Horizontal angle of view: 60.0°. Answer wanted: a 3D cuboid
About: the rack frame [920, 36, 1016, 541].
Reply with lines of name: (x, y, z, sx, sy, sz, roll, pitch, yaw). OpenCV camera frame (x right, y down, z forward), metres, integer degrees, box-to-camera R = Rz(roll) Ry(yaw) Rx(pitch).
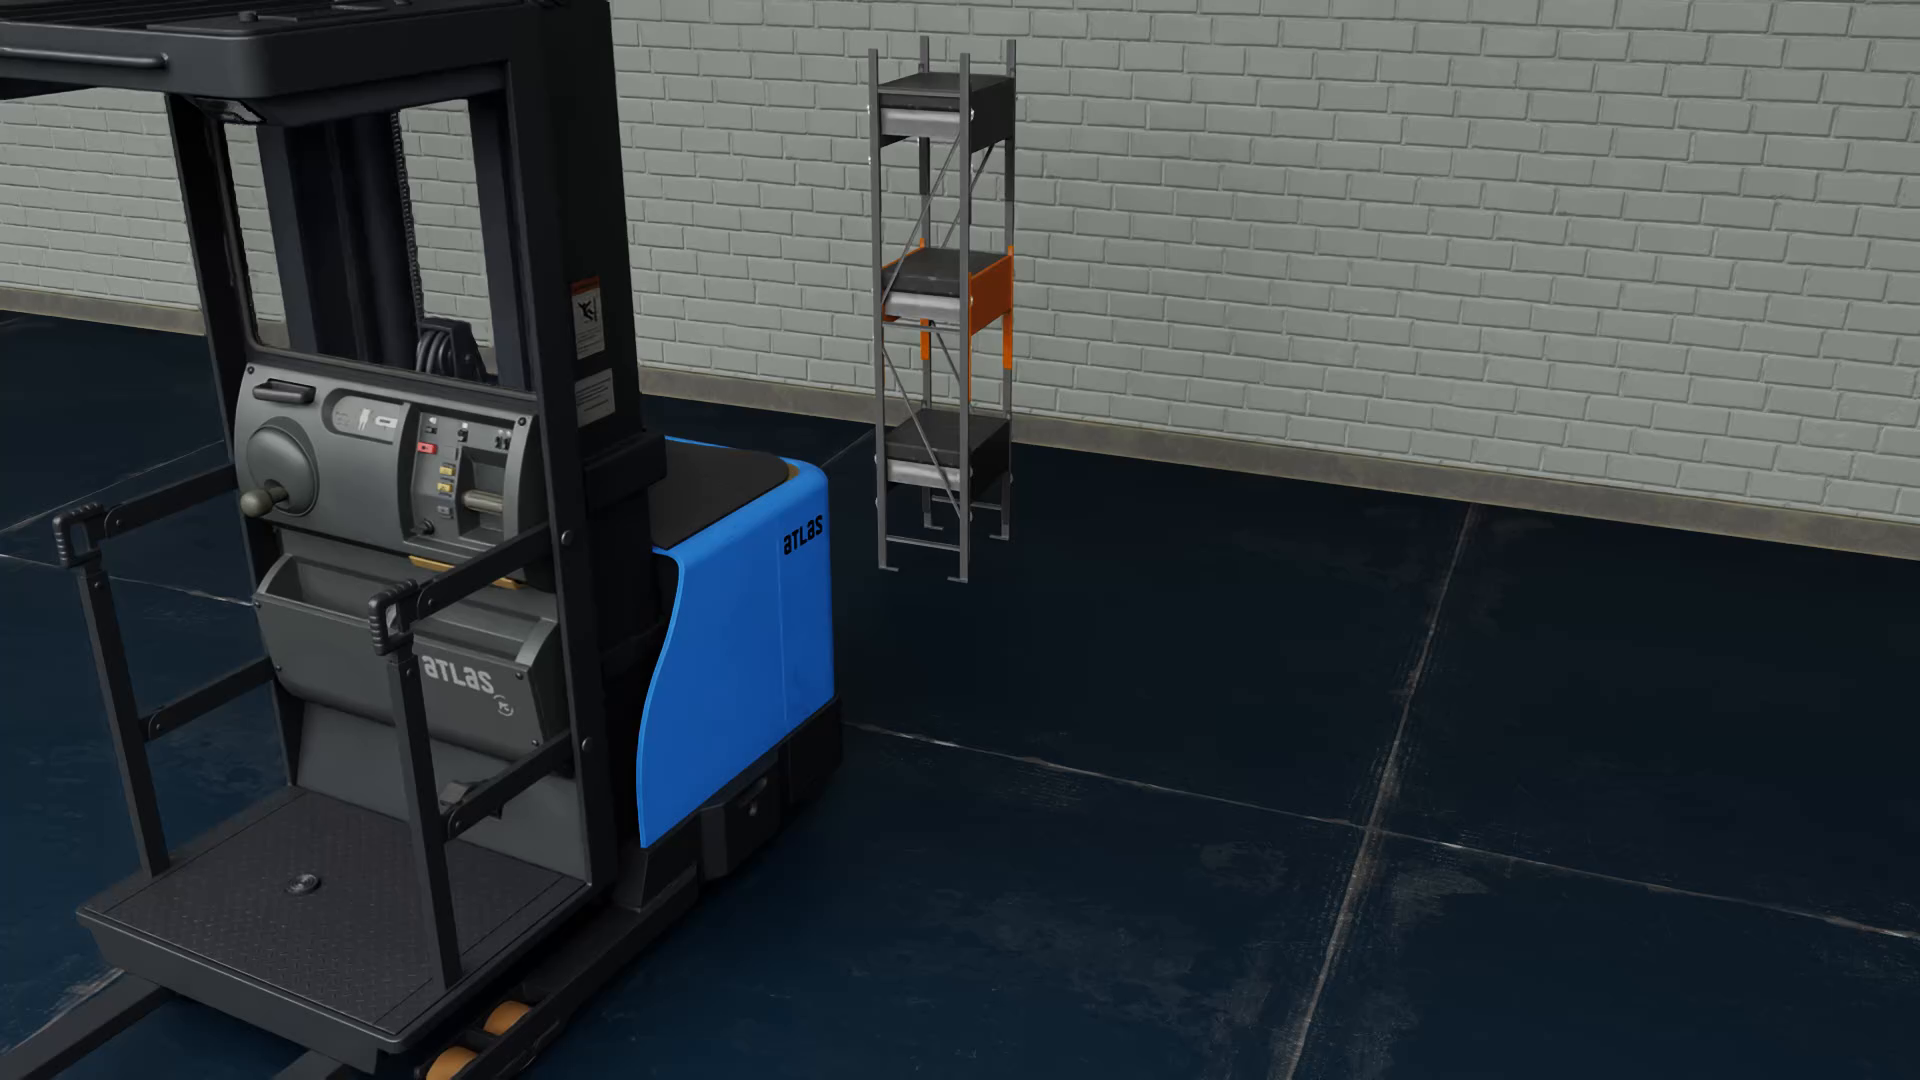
rack frame: (0.029, -0.997, 6.913, 0.400, 2.100, 0.015, 9, 24, 20)

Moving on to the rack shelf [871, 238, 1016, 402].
rack shelf: (-0.061, -0.897, 6.709, 0.431, 0.518, 0.480, 9, 24, 20)

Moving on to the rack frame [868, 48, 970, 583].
rack frame: (-0.152, -0.822, 6.494, 0.400, 2.100, 0.015, 9, 24, 20)

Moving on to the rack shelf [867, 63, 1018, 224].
rack shelf: (-0.062, -1.543, 6.439, 0.431, 0.518, 0.480, 9, 24, 20)

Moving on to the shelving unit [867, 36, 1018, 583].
shelving unit: (-0.061, -0.910, 6.703, 0.431, 2.100, 0.503, 9, 24, 20)

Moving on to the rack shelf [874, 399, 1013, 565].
rack shelf: (-0.061, -0.251, 6.979, 0.431, 0.518, 0.480, 9, 24, 20)

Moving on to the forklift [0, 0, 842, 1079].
forklift: (-1.505, -0.171, 3.858, 1.130, 2.935, 3.031, 11, 25, 25)
